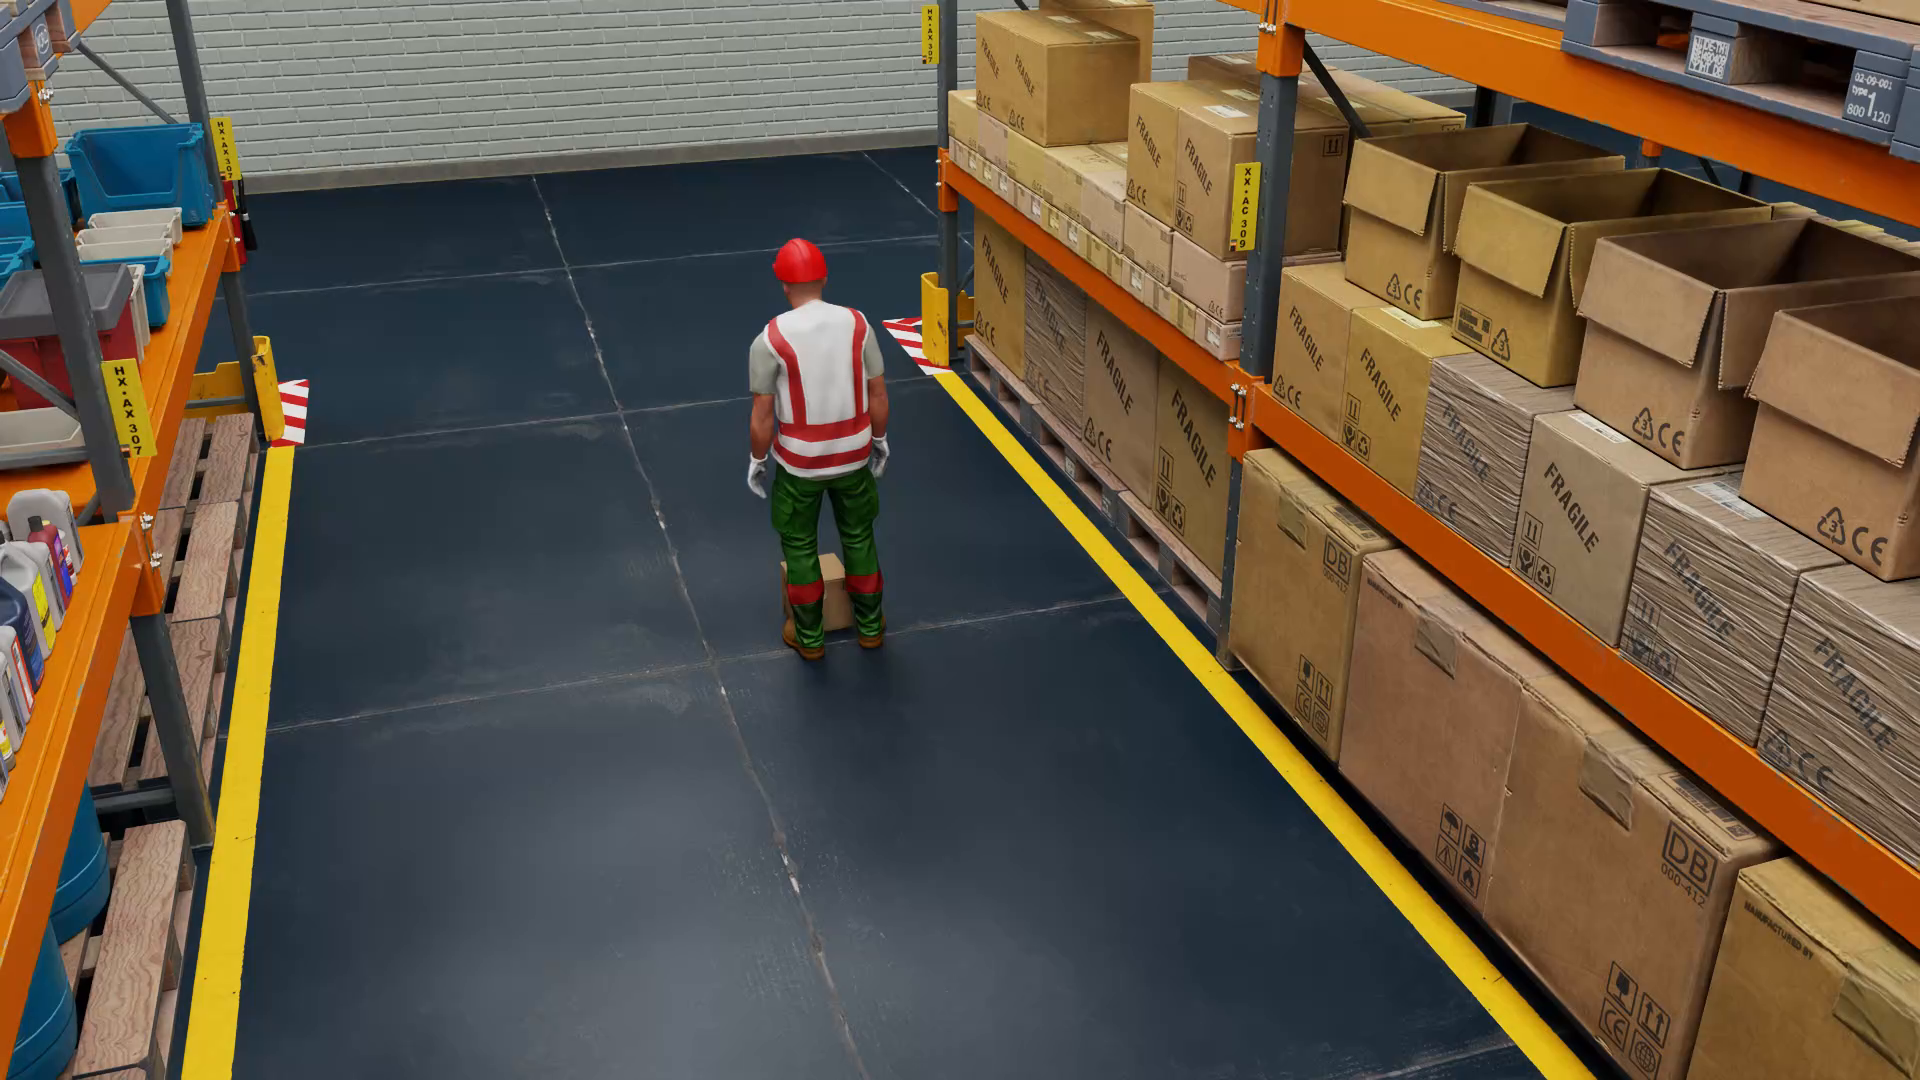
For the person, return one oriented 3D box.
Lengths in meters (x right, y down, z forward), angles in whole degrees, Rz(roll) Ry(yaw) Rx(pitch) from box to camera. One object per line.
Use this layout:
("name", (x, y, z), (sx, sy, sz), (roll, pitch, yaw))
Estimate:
("person", (-0.577, -0.349, 6.810), (0.617, 1.778, 0.453), (-10, 28, -19))
